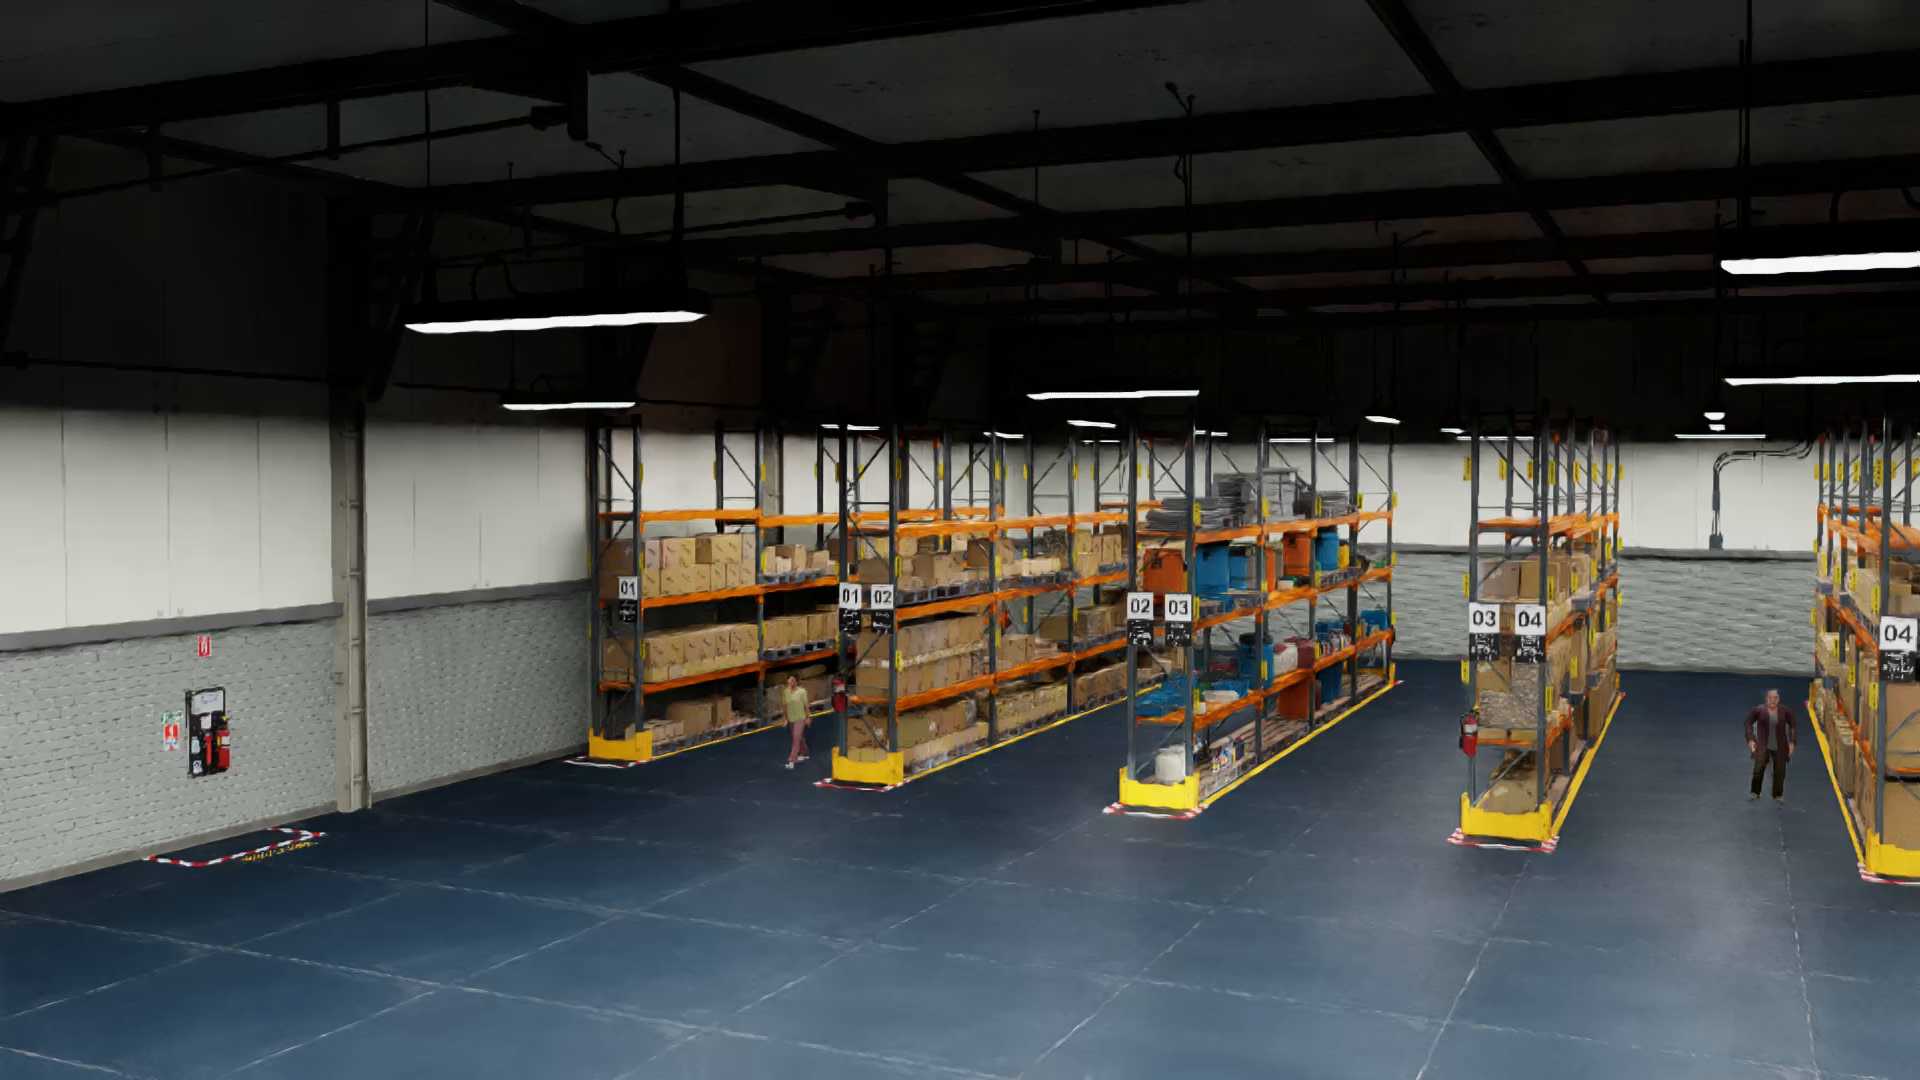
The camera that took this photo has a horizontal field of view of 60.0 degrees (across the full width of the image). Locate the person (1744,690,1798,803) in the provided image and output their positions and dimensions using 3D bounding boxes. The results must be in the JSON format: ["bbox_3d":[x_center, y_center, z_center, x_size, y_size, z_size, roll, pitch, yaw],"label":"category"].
[{"bbox_3d":[12.242,3.105,25.124,0.729,1.732,0.541,1,3,23],"label":"person"}]

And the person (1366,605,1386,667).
[{"bbox_3d":[10.631,2.456,42.240,0.530,1.625,0.936,0,2,2],"label":"person"}]

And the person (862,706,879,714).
[{"bbox_3d":[-1.586,2.875,31.462,0.682,1.675,0.531,1,3,22],"label":"person"}]

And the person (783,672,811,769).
[{"bbox_3d":[-2.811,3.037,28.196,0.448,1.571,1.108,1,3,22],"label":"person"}]
